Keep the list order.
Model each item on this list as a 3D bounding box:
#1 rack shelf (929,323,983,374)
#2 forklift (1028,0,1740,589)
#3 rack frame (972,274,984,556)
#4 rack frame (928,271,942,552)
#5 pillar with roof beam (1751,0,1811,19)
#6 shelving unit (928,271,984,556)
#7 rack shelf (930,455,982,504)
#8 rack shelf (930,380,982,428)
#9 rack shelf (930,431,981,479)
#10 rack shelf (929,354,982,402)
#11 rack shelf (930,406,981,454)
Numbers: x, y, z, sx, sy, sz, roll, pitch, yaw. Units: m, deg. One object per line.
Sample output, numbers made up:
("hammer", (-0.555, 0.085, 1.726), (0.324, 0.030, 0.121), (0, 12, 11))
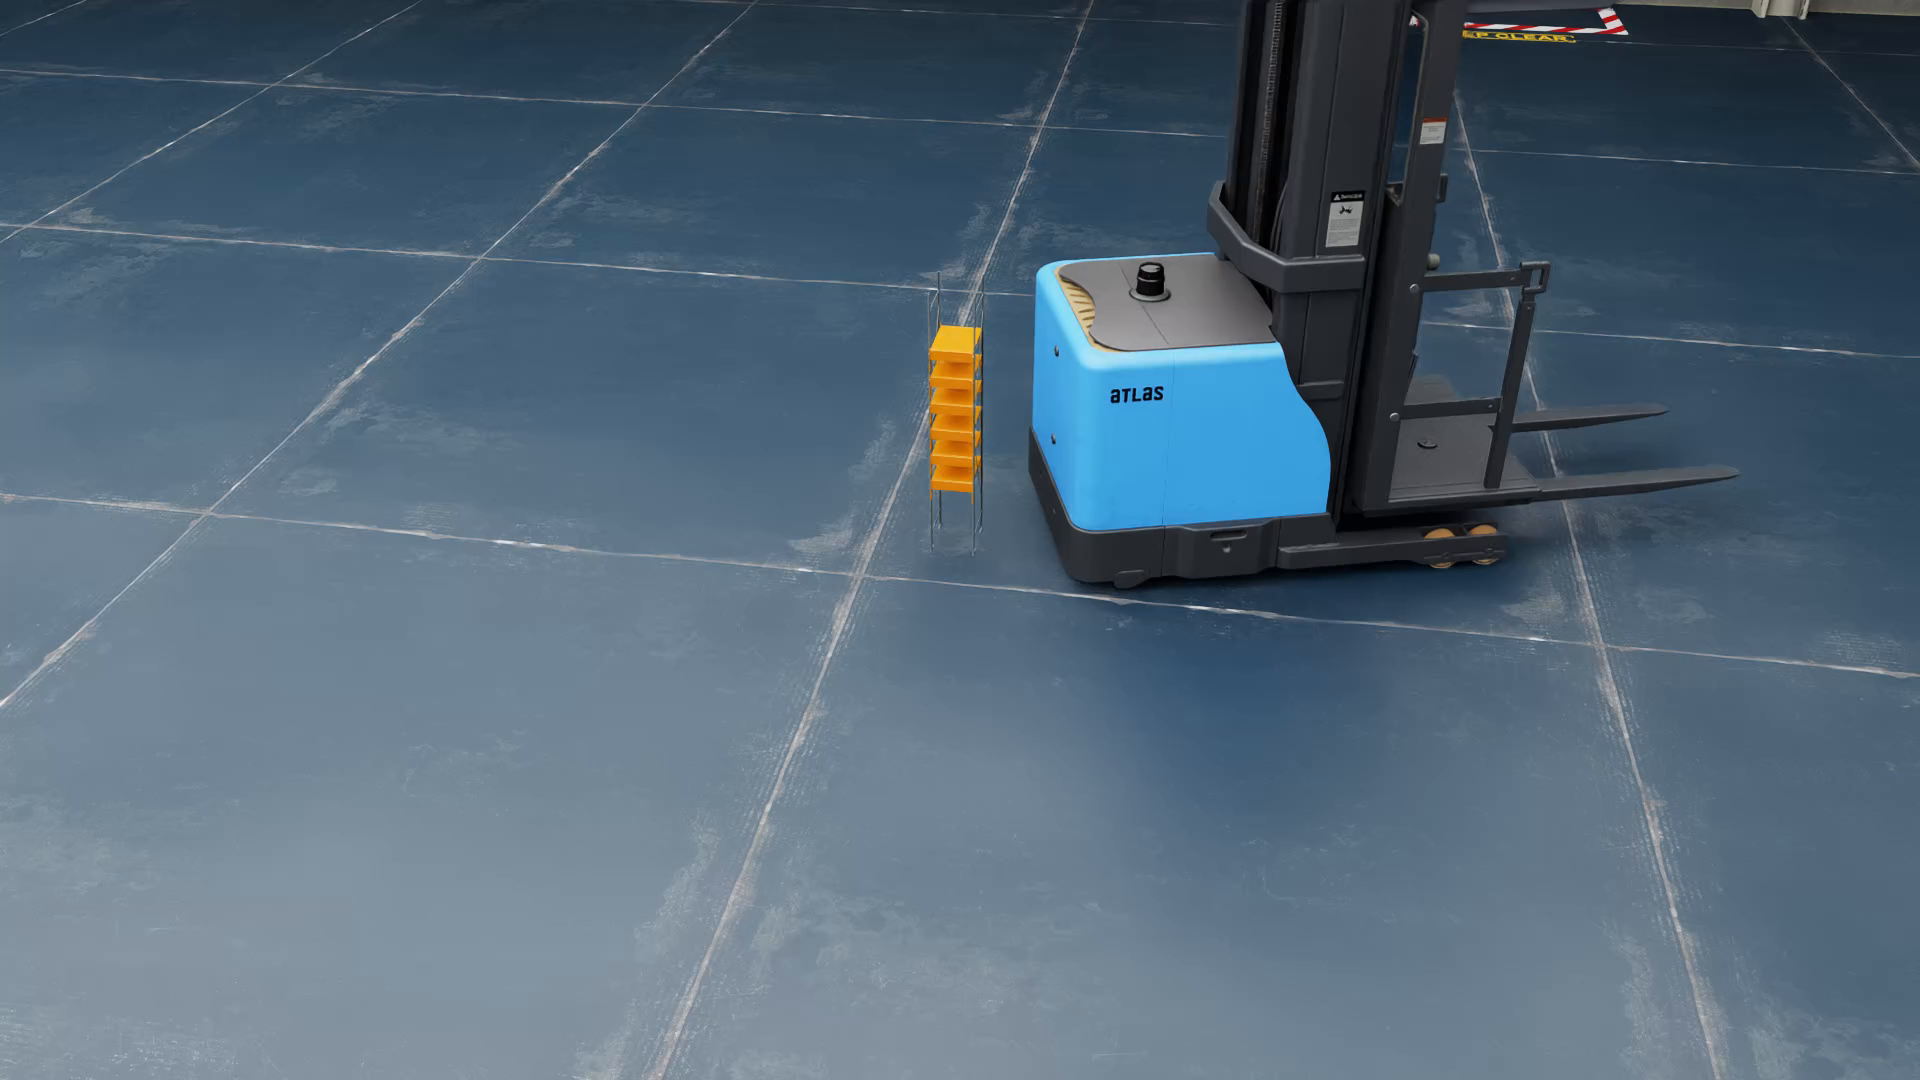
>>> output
("rack shelf", (-0.014, -0.777, 6.766), (0.180, 0.103, 0.258), (5, 32, 8))
("forklift", (1.875, -1.395, 6.716), (3.031, 2.935, 1.130), (-5, 32, -7))
("rack frame", (0.076, -0.502, 6.921), (0.006, 1.200, 0.240), (5, 32, 8))
("rack frame", (-0.104, -0.518, 6.947), (0.006, 1.200, 0.240), (5, 32, 8))
("pillar with roof beam", (6.490, -6.204, 8.681), (0.400, 9.000, 9.100), (5, 32, 8))
("shelving unit", (-0.014, -0.510, 6.934), (0.189, 1.200, 0.258), (5, 32, 8))
("rack shelf", (-0.014, -0.269, 7.085), (0.180, 0.103, 0.258), (5, 32, 8))
("rack shelf", (-0.014, -0.574, 6.894), (0.180, 0.103, 0.258), (5, 32, 8))
("rack shelf", (-0.014, -0.370, 7.021), (0.180, 0.103, 0.258), (5, 32, 8))
("rack shelf", (-0.014, -0.676, 6.830), (0.180, 0.103, 0.258), (5, 32, 8))
("rack shelf", (-0.014, -0.472, 6.957), (0.180, 0.103, 0.258), (5, 32, 8))
